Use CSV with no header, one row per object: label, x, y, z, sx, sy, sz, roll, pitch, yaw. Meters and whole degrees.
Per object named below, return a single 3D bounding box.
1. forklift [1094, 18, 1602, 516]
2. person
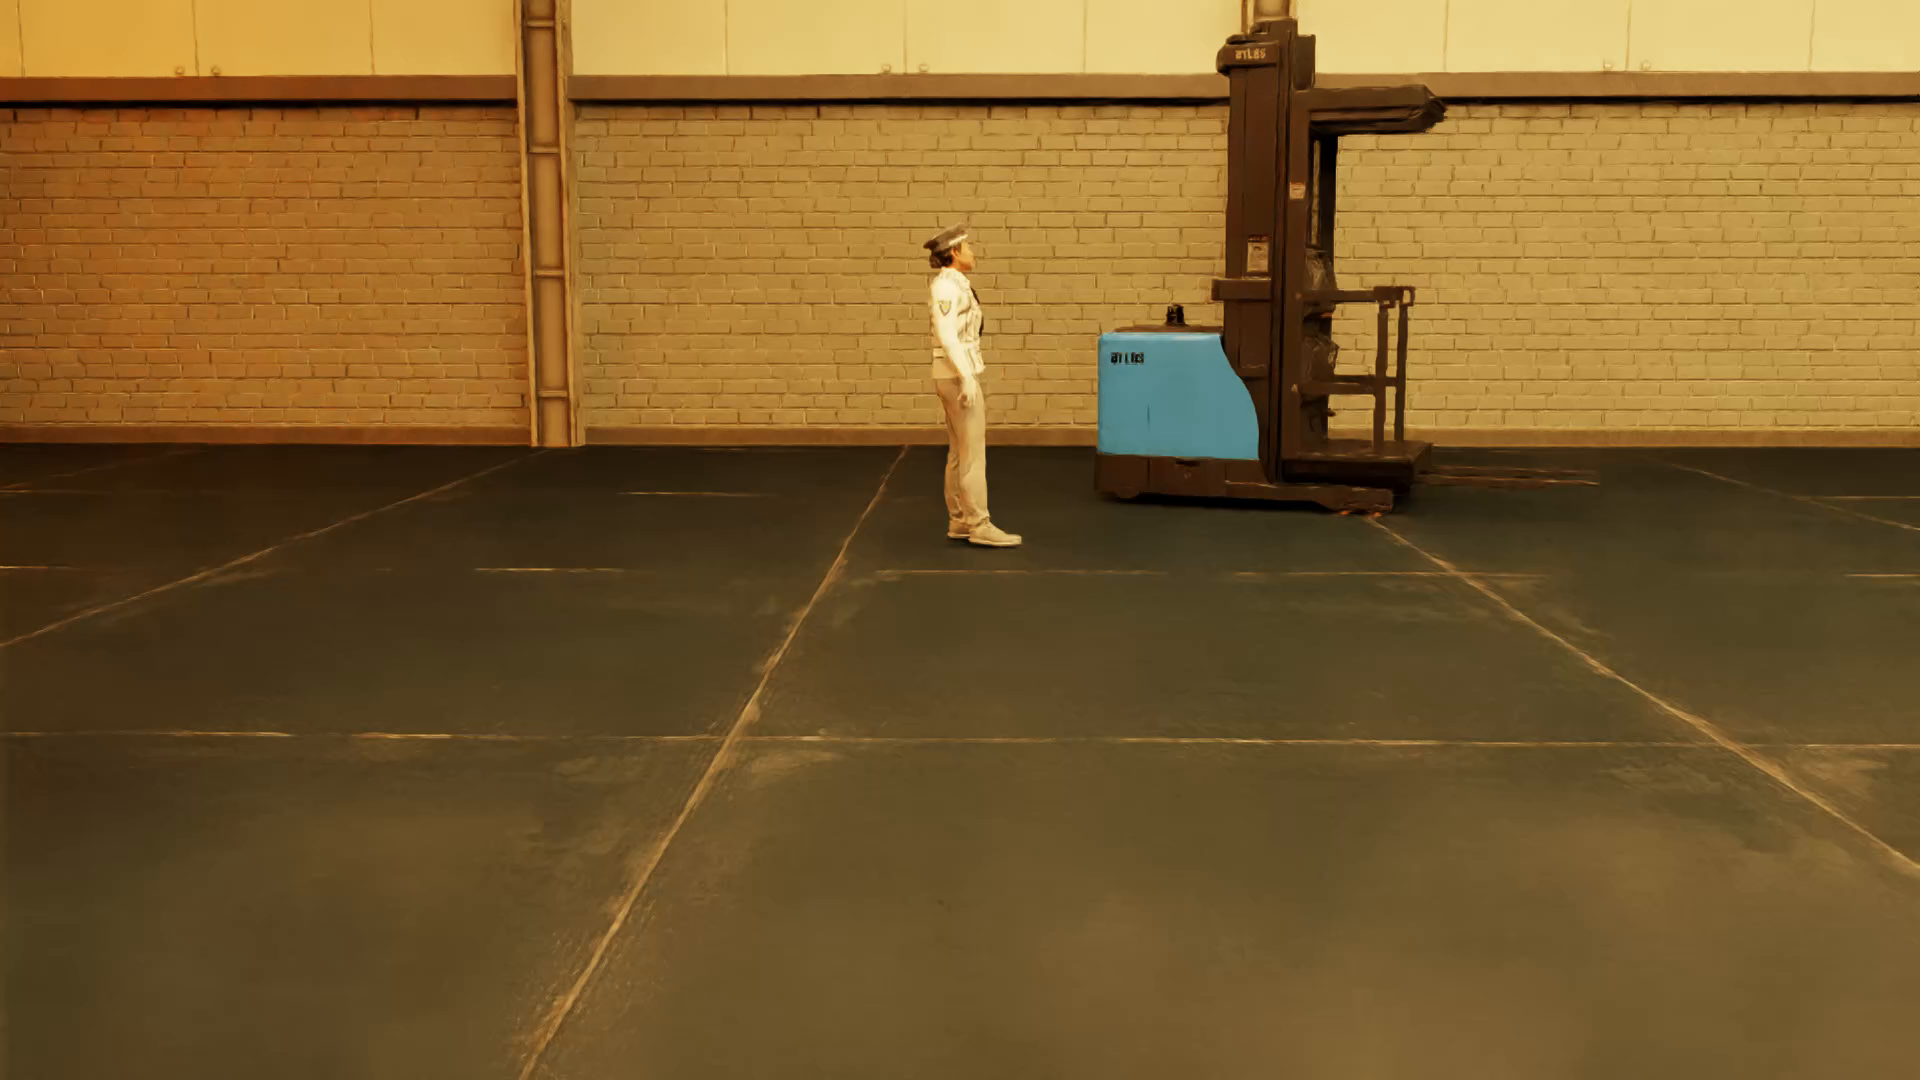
forklift,2.430,-1.682,10.310,3.031,2.935,1.130,3,9,21
person,0.067,-0.844,8.864,0.532,1.695,0.586,0,9,1
